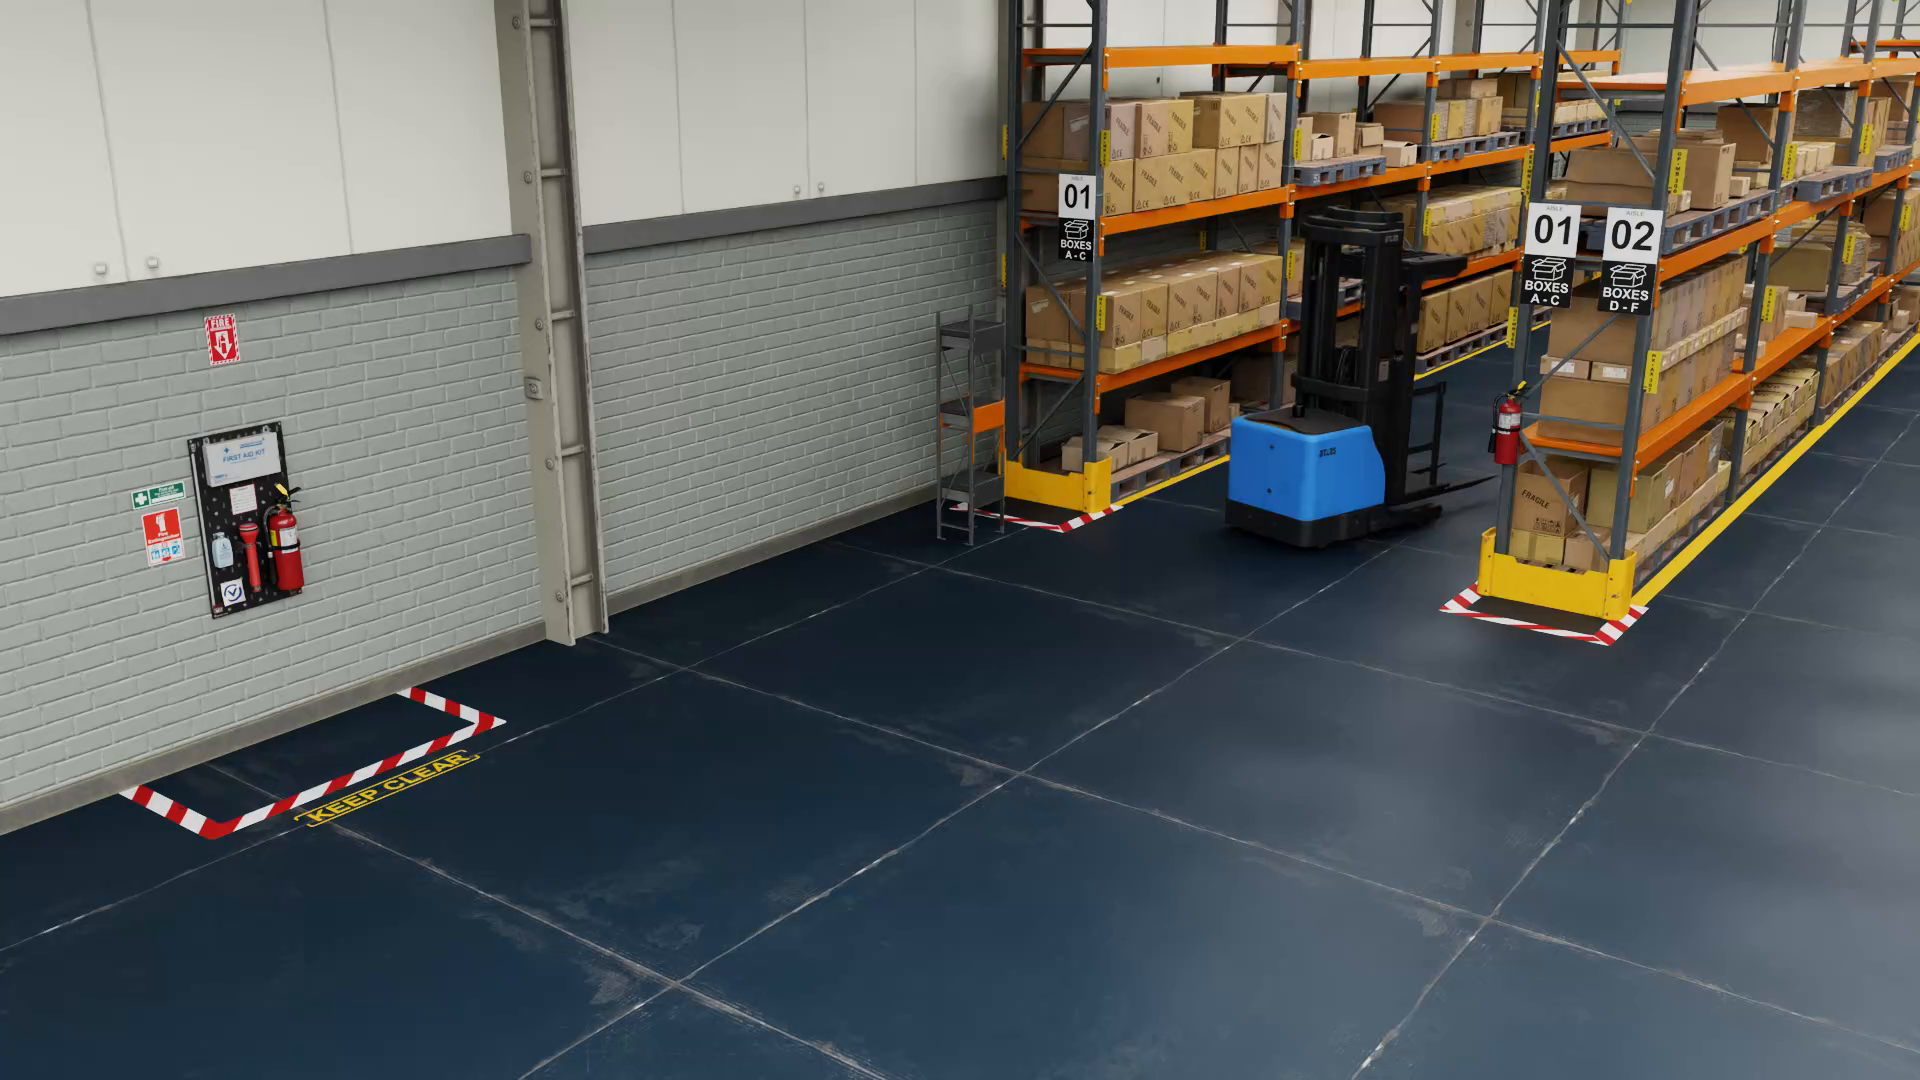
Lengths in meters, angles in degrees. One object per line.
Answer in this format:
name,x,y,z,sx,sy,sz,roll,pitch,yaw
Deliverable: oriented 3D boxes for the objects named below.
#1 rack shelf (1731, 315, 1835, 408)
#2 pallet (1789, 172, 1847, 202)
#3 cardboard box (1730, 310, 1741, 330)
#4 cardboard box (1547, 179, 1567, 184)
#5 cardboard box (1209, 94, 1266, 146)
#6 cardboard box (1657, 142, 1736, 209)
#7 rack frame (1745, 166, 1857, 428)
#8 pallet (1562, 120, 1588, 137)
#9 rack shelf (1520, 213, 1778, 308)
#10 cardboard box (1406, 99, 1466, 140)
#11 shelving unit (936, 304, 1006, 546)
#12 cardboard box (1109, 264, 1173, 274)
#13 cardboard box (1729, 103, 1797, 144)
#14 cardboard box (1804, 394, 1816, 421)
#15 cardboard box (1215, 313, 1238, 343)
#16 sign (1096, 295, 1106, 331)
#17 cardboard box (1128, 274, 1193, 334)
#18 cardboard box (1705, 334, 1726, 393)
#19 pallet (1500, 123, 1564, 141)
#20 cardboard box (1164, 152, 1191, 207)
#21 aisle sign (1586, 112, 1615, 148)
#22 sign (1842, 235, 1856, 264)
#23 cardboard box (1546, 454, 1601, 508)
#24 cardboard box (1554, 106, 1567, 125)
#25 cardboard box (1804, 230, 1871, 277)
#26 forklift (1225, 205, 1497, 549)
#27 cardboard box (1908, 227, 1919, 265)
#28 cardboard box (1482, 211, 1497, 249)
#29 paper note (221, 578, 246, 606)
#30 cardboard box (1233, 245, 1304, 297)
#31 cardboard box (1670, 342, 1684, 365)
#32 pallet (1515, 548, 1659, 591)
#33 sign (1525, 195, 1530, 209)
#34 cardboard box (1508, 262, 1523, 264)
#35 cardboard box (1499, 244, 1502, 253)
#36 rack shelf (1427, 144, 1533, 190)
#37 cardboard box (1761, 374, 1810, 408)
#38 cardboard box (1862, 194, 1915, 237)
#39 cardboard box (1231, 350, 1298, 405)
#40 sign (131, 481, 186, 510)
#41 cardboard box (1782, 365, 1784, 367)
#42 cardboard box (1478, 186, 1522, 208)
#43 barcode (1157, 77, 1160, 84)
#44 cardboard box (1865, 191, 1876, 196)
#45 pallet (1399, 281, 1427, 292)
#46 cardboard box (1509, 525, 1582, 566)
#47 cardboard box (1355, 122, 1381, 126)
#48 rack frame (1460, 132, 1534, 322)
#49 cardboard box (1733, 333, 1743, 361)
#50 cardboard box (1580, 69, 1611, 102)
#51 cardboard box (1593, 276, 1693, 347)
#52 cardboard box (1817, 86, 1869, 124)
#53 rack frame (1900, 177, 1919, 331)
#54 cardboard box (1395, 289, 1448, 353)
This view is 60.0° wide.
rack shelf,8.437,-2.020,17.910,1.077,0.370,4.000,12,21,35
pallet,8.633,-3.738,17.489,1.003,0.211,1.213,14,22,37
cardboard box,7.107,-2.083,15.639,0.380,0.149,0.250,12,21,34
cardboard box,10.119,-5.640,27.847,0.980,0.700,0.700,14,22,37
cardboard box,2.865,-4.429,17.507,0.500,0.500,0.500,14,22,38
cardboard box,6.071,-3.029,13.777,0.500,0.500,0.500,12,21,35
rack frame,9.629,-2.840,19.337,1.000,3.000,0.127,12,21,35
pallet,9.255,-6.539,26.342,1.003,0.211,1.213,12,21,35
rack shelf,6.054,-2.500,14.397,1.077,0.370,4.000,12,21,35
cardboard box,6.505,-5.795,22.886,0.700,0.500,0.500,14,22,37
shelving unit,0.099,-1.042,15.066,0.431,2.100,0.503,12,21,35
cardboard box,1.904,-2.617,17.573,0.500,0.500,0.500,13,21,35
cardboard box,7.966,-4.086,16.573,0.500,0.500,0.500,15,23,40
cardboard box,9.511,-1.559,19.140,0.500,0.250,0.500,13,21,36
cardboard box,2.636,-2.293,17.796,0.500,0.250,0.500,12,21,34
sign,1.318,-2.126,15.580,0.100,0.325,0.005,12,21,35
cardboard box,2.023,-2.403,16.886,0.500,0.500,0.500,12,21,33
cardboard box,6.677,-1.701,15.502,0.700,0.500,0.500,12,21,34
pallet,8.528,-6.250,25.411,1.003,0.211,1.213,12,21,35
cardboard box,1.937,-3.580,16.461,0.500,0.500,0.500,14,22,37
aisle sign,10.699,-6.825,27.788,0.394,0.787,0.004,12,21,35
sign,10.077,-3.295,18.852,0.100,0.325,0.005,12,21,35
cardboard box,5.527,-0.601,14.791,0.500,0.500,0.500,12,21,35
cardboard box,8.970,-6.513,25.484,0.500,0.250,0.500,12,21,34
cardboard box,11.009,-3.609,20.937,0.700,0.500,0.500,7,19,21
forklift,3.957,-1.646,15.609,3.031,2.935,1.130,-13,21,-35
cardboard box,13.137,-4.155,23.403,0.500,0.500,0.500,12,21,34
cardboard box,7.357,-4.470,23.884,0.500,0.500,0.500,12,21,35
paper note,-4.635,0.333,10.605,0.016,0.148,0.142,12,21,35
cardboard box,3.596,-3.135,19.376,0.700,0.500,0.500,12,21,35
cardboard box,5.883,-1.593,14.061,0.380,0.149,0.250,12,21,33
pallet,5.284,0.208,14.225,1.003,0.211,1.213,12,21,35
sign,8.473,-5.089,24.759,0.100,0.325,0.005,12,21,35
cardboard box,8.934,-4.393,26.751,0.380,0.149,0.250,13,21,35
cardboard box,7.736,-4.308,24.455,0.380,0.149,0.250,13,22,36
rack shelf,6.840,-5.280,23.349,1.077,0.370,4.000,12,21,35
cardboard box,9.210,-1.702,18.655,0.500,0.311,0.500,12,21,34
cardboard box,12.519,-4.380,22.443,0.500,0.500,0.500,13,22,36
cardboard box,3.690,-1.956,19.964,0.700,0.500,0.500,13,22,37
sign,-4.876,-0.274,10.120,0.001,0.109,0.331,12,21,35
cardboard box,9.998,-2.120,20.493,0.500,0.500,0.500,13,22,37
cardboard box,7.959,-5.068,24.544,0.500,0.250,0.500,13,22,36
barcode,2.092,-4.846,17.537,0.001,0.075,0.075,12,21,35
cardboard box,12.409,-4.606,23.171,0.500,0.500,0.500,12,21,34
pallet,5.309,-3.434,21.574,1.213,0.211,1.003,12,21,35
cardboard box,4.945,-0.002,14.126,0.500,0.250,0.500,12,21,35
cardboard box,5.035,-5.073,21.269,0.500,0.500,0.500,12,21,35
rack frame,8.032,-4.667,25.221,1.000,3.000,0.127,12,21,35
cardboard box,7.504,-1.940,16.694,0.500,0.250,0.500,14,22,38
cardboard box,10.198,-7.364,26.961,0.500,0.500,0.500,12,21,35
cardboard box,5.791,-1.970,14.179,0.700,0.500,0.500,13,21,35
cardboard box,10.502,-5.143,19.842,0.500,0.500,0.500,12,21,35
rack frame,14.396,-4.745,25.473,1.000,3.000,0.127,12,21,35
cardboard box,6.192,-3.040,22.899,0.750,0.750,0.750,12,21,34
